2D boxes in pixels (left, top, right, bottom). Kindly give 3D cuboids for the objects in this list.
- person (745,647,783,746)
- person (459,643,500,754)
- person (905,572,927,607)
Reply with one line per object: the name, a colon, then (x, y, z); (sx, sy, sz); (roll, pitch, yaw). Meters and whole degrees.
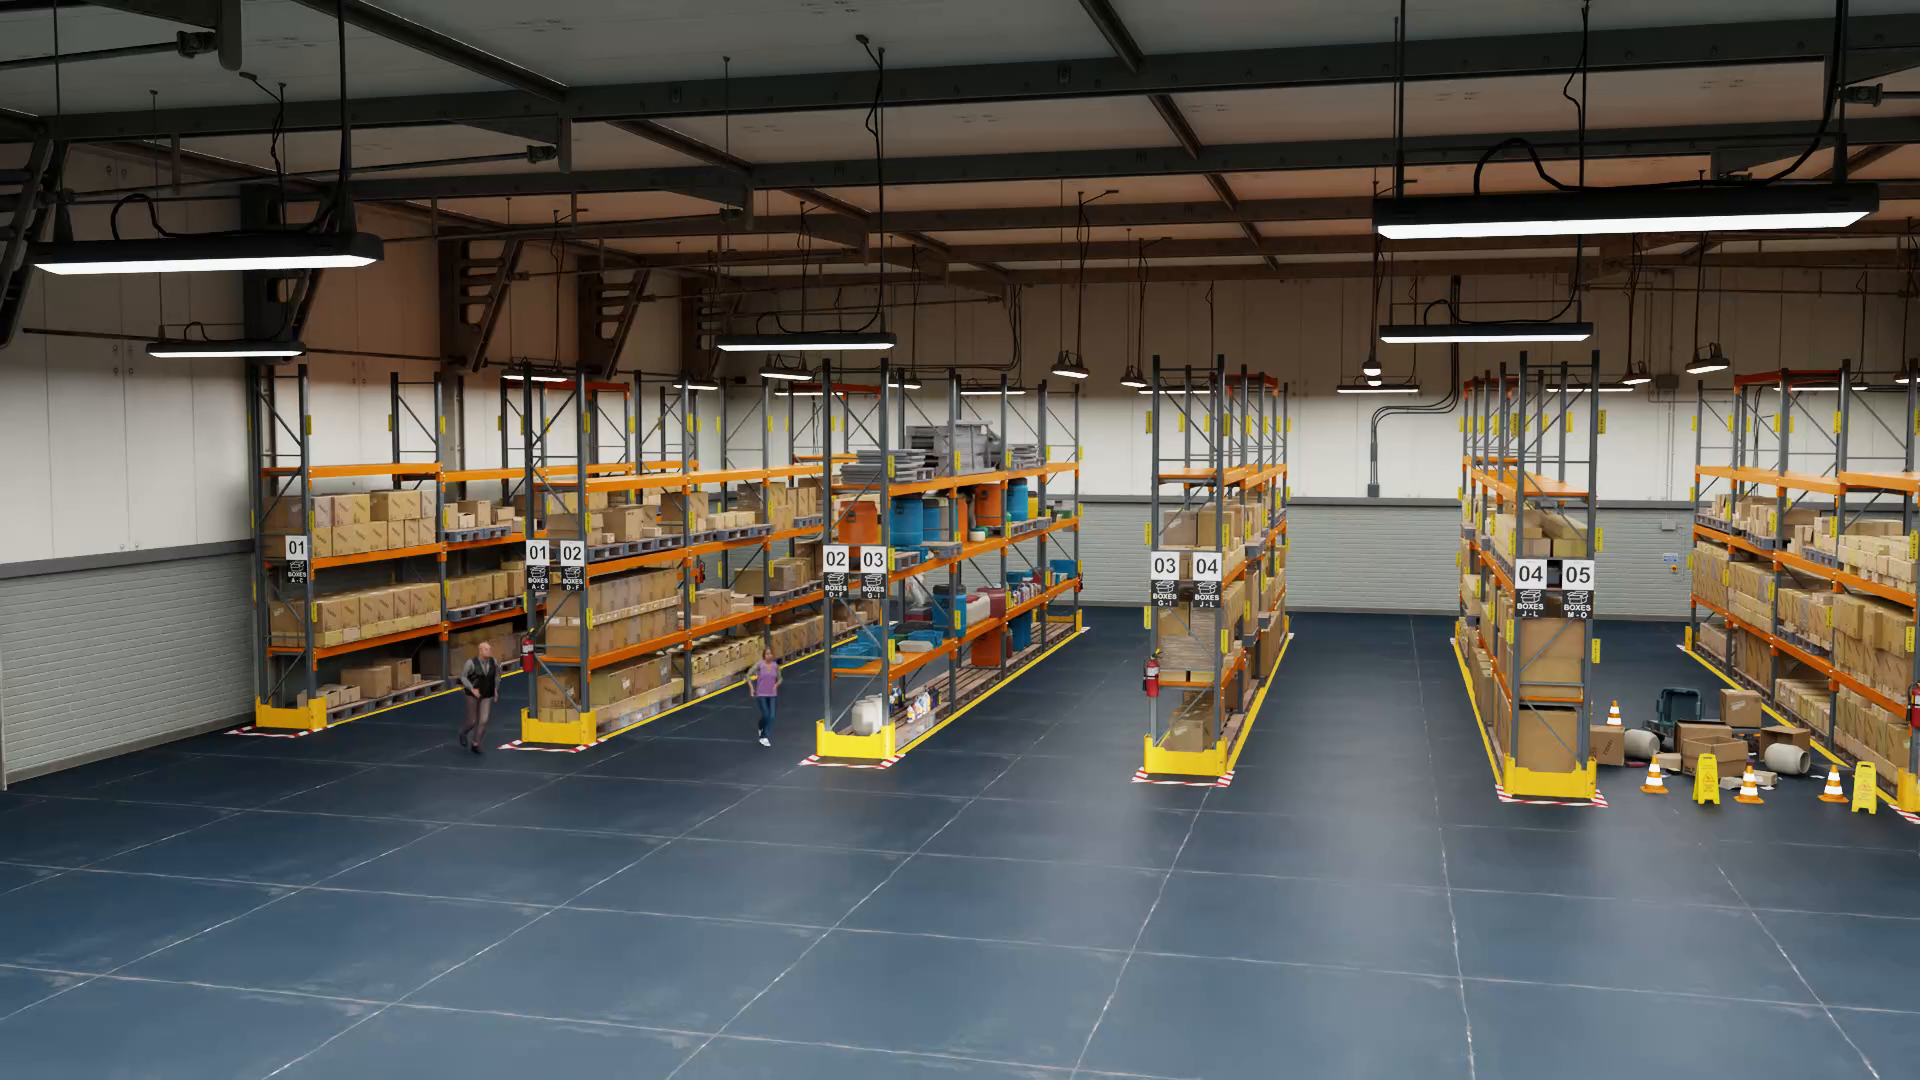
person: (-3.017, 2.445, 25.920); (0.551, 1.564, 0.544); (-2, 4, -26)
person: (-7.392, 2.407, 25.585); (0.665, 1.694, 0.745); (-3, 5, -34)
person: (-1.161, 1.194, 42.737); (0.714, 1.727, 0.829); (-3, 5, -37)
